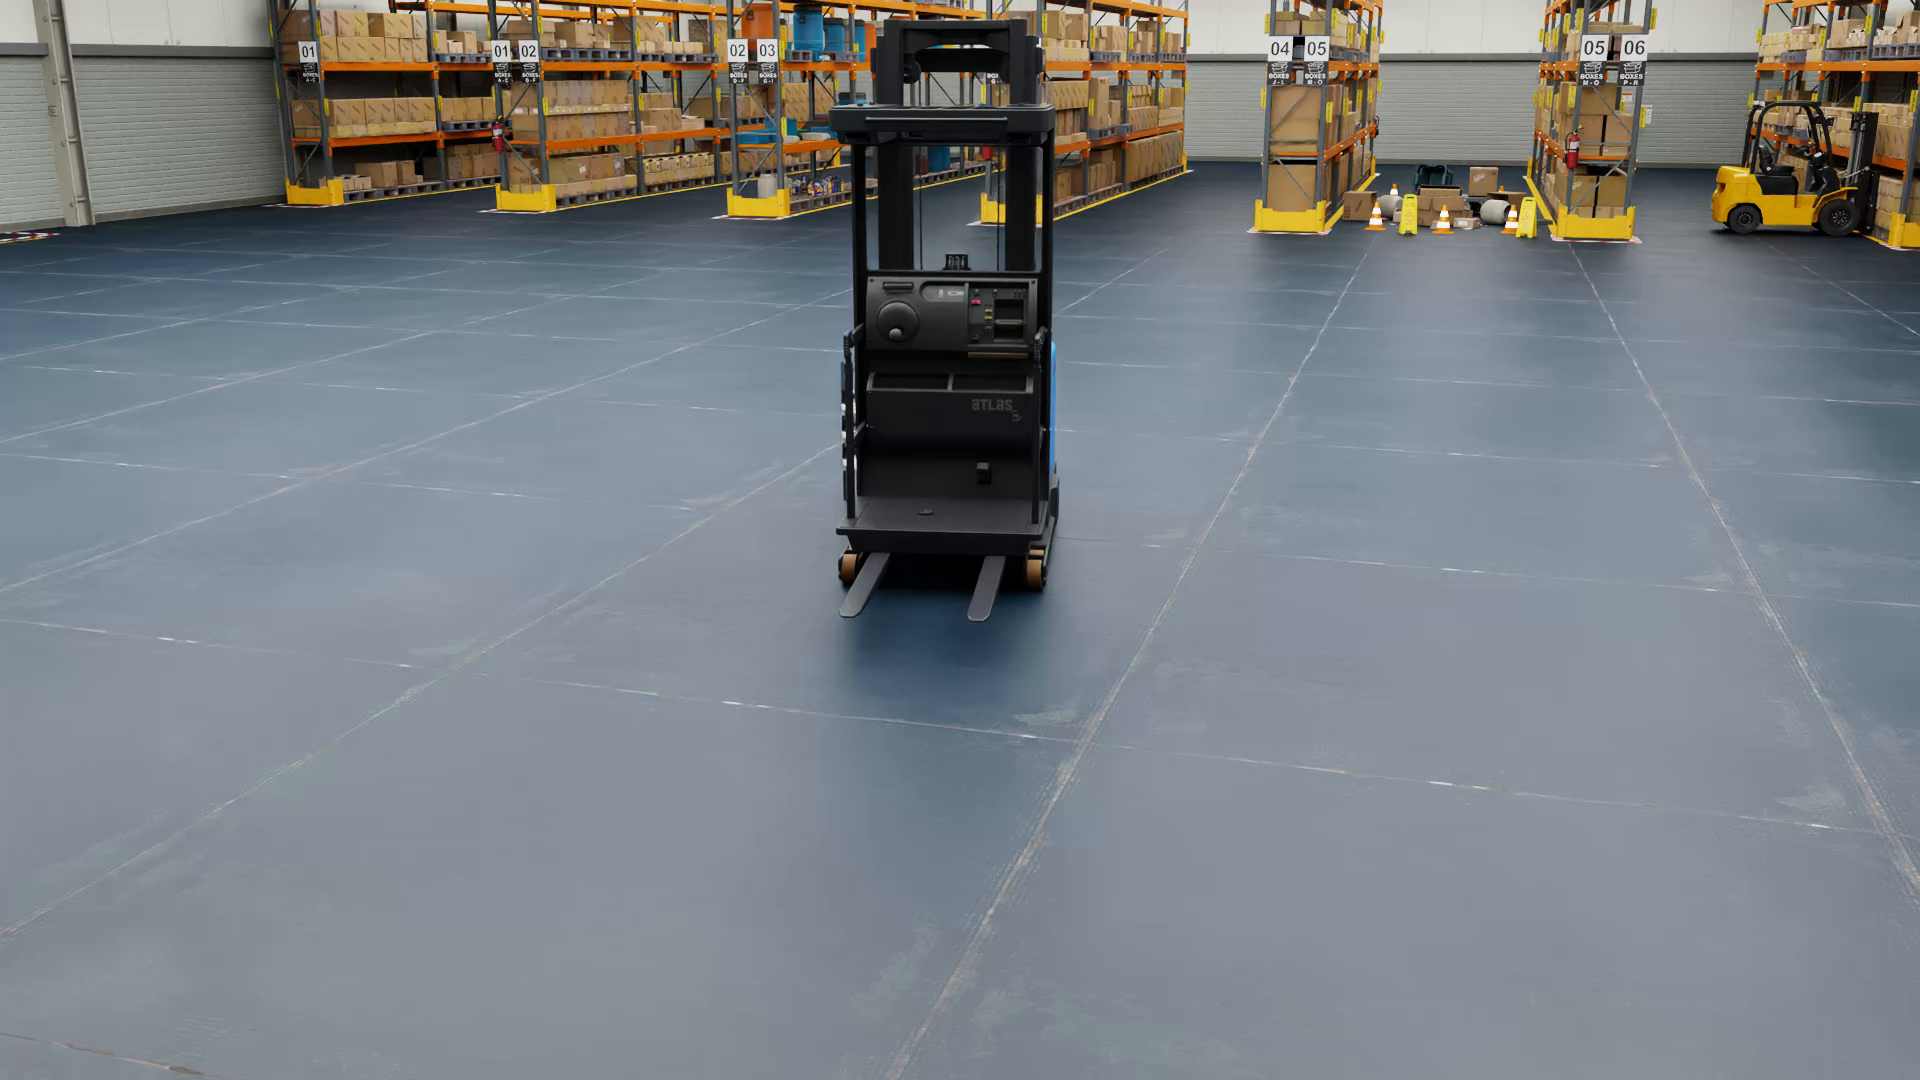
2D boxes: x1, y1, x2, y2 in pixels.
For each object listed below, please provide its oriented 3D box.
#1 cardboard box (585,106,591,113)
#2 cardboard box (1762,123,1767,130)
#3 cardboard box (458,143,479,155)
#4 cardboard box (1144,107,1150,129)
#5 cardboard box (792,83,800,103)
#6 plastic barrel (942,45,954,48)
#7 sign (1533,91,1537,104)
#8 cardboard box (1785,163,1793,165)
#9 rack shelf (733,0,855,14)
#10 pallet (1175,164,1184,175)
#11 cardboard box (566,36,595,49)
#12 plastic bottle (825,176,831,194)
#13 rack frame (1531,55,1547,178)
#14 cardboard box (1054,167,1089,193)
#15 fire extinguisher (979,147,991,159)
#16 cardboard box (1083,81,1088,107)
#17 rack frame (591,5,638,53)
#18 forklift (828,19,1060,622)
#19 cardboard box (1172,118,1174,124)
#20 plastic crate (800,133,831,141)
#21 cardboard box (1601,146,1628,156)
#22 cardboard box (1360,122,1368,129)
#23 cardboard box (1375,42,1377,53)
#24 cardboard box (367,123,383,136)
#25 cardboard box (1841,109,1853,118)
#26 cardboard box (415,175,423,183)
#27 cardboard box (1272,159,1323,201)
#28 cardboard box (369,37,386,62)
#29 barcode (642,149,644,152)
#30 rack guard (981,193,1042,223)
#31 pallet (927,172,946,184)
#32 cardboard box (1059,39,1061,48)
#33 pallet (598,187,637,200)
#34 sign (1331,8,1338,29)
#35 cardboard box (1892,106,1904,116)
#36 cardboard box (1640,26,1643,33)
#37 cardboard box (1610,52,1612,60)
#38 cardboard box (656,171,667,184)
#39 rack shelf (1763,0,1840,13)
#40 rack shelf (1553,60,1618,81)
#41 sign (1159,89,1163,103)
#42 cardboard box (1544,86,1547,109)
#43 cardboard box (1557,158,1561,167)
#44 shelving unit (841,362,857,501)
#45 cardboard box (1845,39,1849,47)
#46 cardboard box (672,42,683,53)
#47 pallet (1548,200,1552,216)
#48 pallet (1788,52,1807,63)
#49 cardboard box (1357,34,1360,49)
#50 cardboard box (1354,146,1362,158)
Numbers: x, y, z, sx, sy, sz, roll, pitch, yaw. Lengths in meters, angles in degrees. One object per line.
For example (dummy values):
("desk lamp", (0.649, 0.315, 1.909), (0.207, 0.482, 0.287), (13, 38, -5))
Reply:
("cardboard box", (-7.788, -8.818, 34.050), (0.380, 0.149, 0.250), (5, 17, 16))
("cardboard box", (18.936, -9.645, 38.798), (0.380, 0.149, 0.250), (5, 17, 17))
("cardboard box", (-11.698, -9.215, 39.223), (0.500, 0.250, 0.500), (4, 16, 14))
("cardboard box", (4.203, -9.979, 39.331), (0.500, 0.500, 0.500), (4, 16, 15))
("cardboard box", (-4.584, -11.875, 44.184), (0.500, 0.500, 0.500), (4, 16, 14))
("plastic barrel", (-0.450, -12.206, 40.753), (0.600, 0.588, 0.600), (0, 16, 0))
("sign", (14.471, -11.118, 41.797), (0.100, 0.325, 0.005), (5, 16, 16))
("cardboard box", (17.984, -7.808, 35.672), (0.500, 0.500, 0.500), (4, 16, 14))
("rack shelf", (-3.227, -10.456, 32.253), (1.077, 0.370, 4.000), (5, 16, 16))
("pallet", (5.348, -9.830, 44.100), (1.003, 0.211, 1.213), (5, 16, 16))
("cardboard box", (-7.956, -10.434, 34.757), (0.500, 0.311, 0.500), (4, 16, 13))
("plastic bottle", (-2.712, -7.243, 33.917), (0.144, 0.351, 0.185), (5, 16, 16))
("rack frame", (15.001, -10.618, 41.769), (1.000, 3.000, 0.127), (5, 16, 16))
("cardboard box", (2.285, -7.416, 34.251), (0.700, 0.500, 0.500), (3, 16, 12))
("fire extinguisher", (0.479, -7.170, 29.751), (0.296, 0.674, 0.183), (5, 16, 16))
("cardboard box", (2.226, -8.781, 32.729), (0.500, 0.500, 0.500), (5, 16, 16))
("rack frame", (-7.407, -11.903, 35.303), (1.000, 3.000, 0.127), (5, 16, 16))
("forklift", (-0.065, -1.241, 8.833), (1.130, 2.935, 3.031), (2, 16, 6))
("cardboard box", (5.280, -10.747, 42.684), (0.380, 0.149, 0.250), (5, 17, 17))
("plastic crate", (-2.878, -8.060, 33.233), (0.530, 0.136, 0.437), (5, 16, 16))
("cardboard box", (10.749, -6.384, 27.302), (0.380, 0.149, 0.250), (5, 16, 16))
("cardboard box", (9.484, -9.857, 39.546), (0.380, 0.149, 0.250), (5, 17, 18))
("cardboard box", (10.047, -12.179, 41.134), (0.500, 0.250, 0.500), (5, 17, 17))
("cardboard box", (-12.567, -8.664, 35.115), (0.500, 0.250, 0.500), (4, 16, 15))
("cardboard box", (16.570, -7.898, 30.807), (0.380, 0.149, 0.250), (5, 17, 16))
("cardboard box", (-12.281, -8.106, 37.297), (0.380, 0.166, 0.250), (2, 16, 9))
("cardboard box", (6.057, -6.383, 29.959), (0.875, 0.875, 0.875), (4, 16, 15))
("cardboard box", (-12.497, -10.338, 35.063), (0.500, 0.500, 0.500), (6, 17, 19))
("barcode", (-6.935, -8.522, 36.393), (0.001, 0.075, 0.075), (5, 16, 16))
("rack guard", (0.975, -6.018, 30.131), (1.175, 0.500, 0.348), (5, 16, 16))
("pallet", (-0.990, -8.864, 40.694), (1.003, 0.211, 1.213), (5, 16, 16))
("cardboard box", (1.655, -9.155, 30.658), (0.380, 0.149, 0.250), (4, 16, 13))
("pallet", (-7.673, -7.470, 35.780), (1.003, 0.211, 1.213), (5, 16, 16))
("sign", (6.210, -8.647, 27.574), (0.100, 0.325, 0.005), (5, 16, 16))
("cardboard box", (15.313, -6.935, 26.867), (0.380, 0.149, 0.250), (5, 17, 17))
("cardboard box", (11.080, -8.403, 27.461), (0.380, 0.149, 0.250), (5, 16, 16))
("cardboard box", (11.004, -8.025, 27.590), (0.380, 0.149, 0.250), (5, 16, 16))
("cardboard box", (-6.908, -8.116, 37.215), (0.500, 0.250, 0.500), (5, 17, 17))
("rack shelf", (19.193, -12.250, 37.850), (1.077, 0.370, 4.000), (5, 16, 16))
("rack shelf", (12.160, -9.099, 32.234), (1.077, 0.370, 4.000), (5, 16, 16))
("sign", (4.886, -10.820, 40.502), (0.100, 0.325, 0.005), (5, 16, 16))
("cardboard box", (13.346, -9.873, 37.125), (0.500, 0.500, 0.500), (5, 16, 16))
("cardboard box", (11.072, -6.870, 30.258), (0.380, 0.149, 0.250), (5, 17, 17))
("shelving unit", (-0.593, -0.685, 10.596), (0.258, 0.900, 0.210), (-12, 20, -36))
("cardboard box", (16.592, -9.180, 30.709), (0.380, 0.149, 0.250), (4, 16, 15))
("cardboard box", (-6.650, -11.226, 37.918), (0.500, 0.250, 0.500), (4, 16, 15))
("pallet", (11.811, -6.341, 31.799), (1.003, 0.211, 1.213), (5, 16, 16))
("pallet", (18.080, -10.104, 34.802), (1.213, 0.211, 1.003), (5, 16, 16))
("cardboard box", (7.944, -10.236, 34.136), (0.500, 0.311, 0.500), (5, 16, 16))
("cardboard box", (8.962, -8.942, 38.294), (0.500, 0.250, 0.500), (5, 17, 19))
